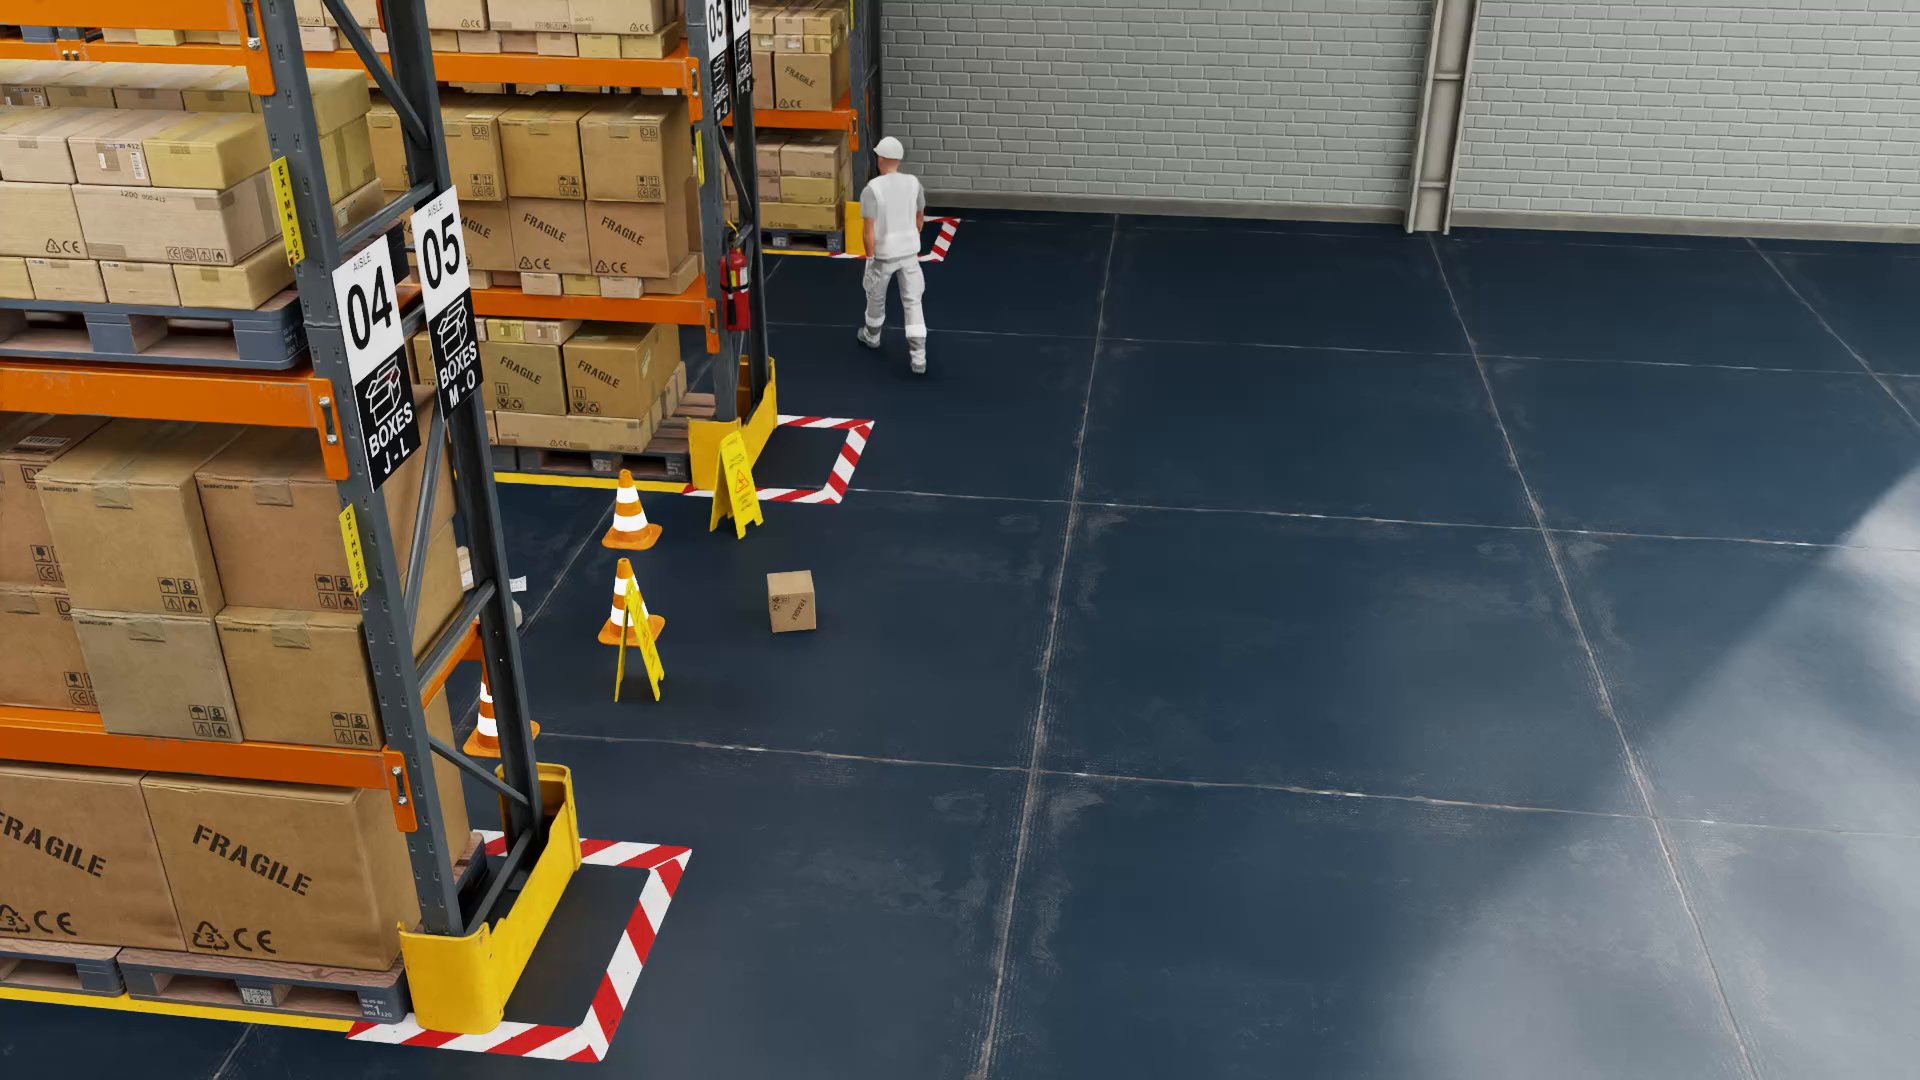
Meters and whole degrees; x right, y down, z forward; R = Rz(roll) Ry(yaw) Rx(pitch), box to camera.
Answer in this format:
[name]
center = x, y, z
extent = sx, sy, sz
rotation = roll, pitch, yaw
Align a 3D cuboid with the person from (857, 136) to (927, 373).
[person]
center = -0.528, -2.229, 12.740
extent = 0.561, 1.733, 0.987
rotation = -10, 30, -18
